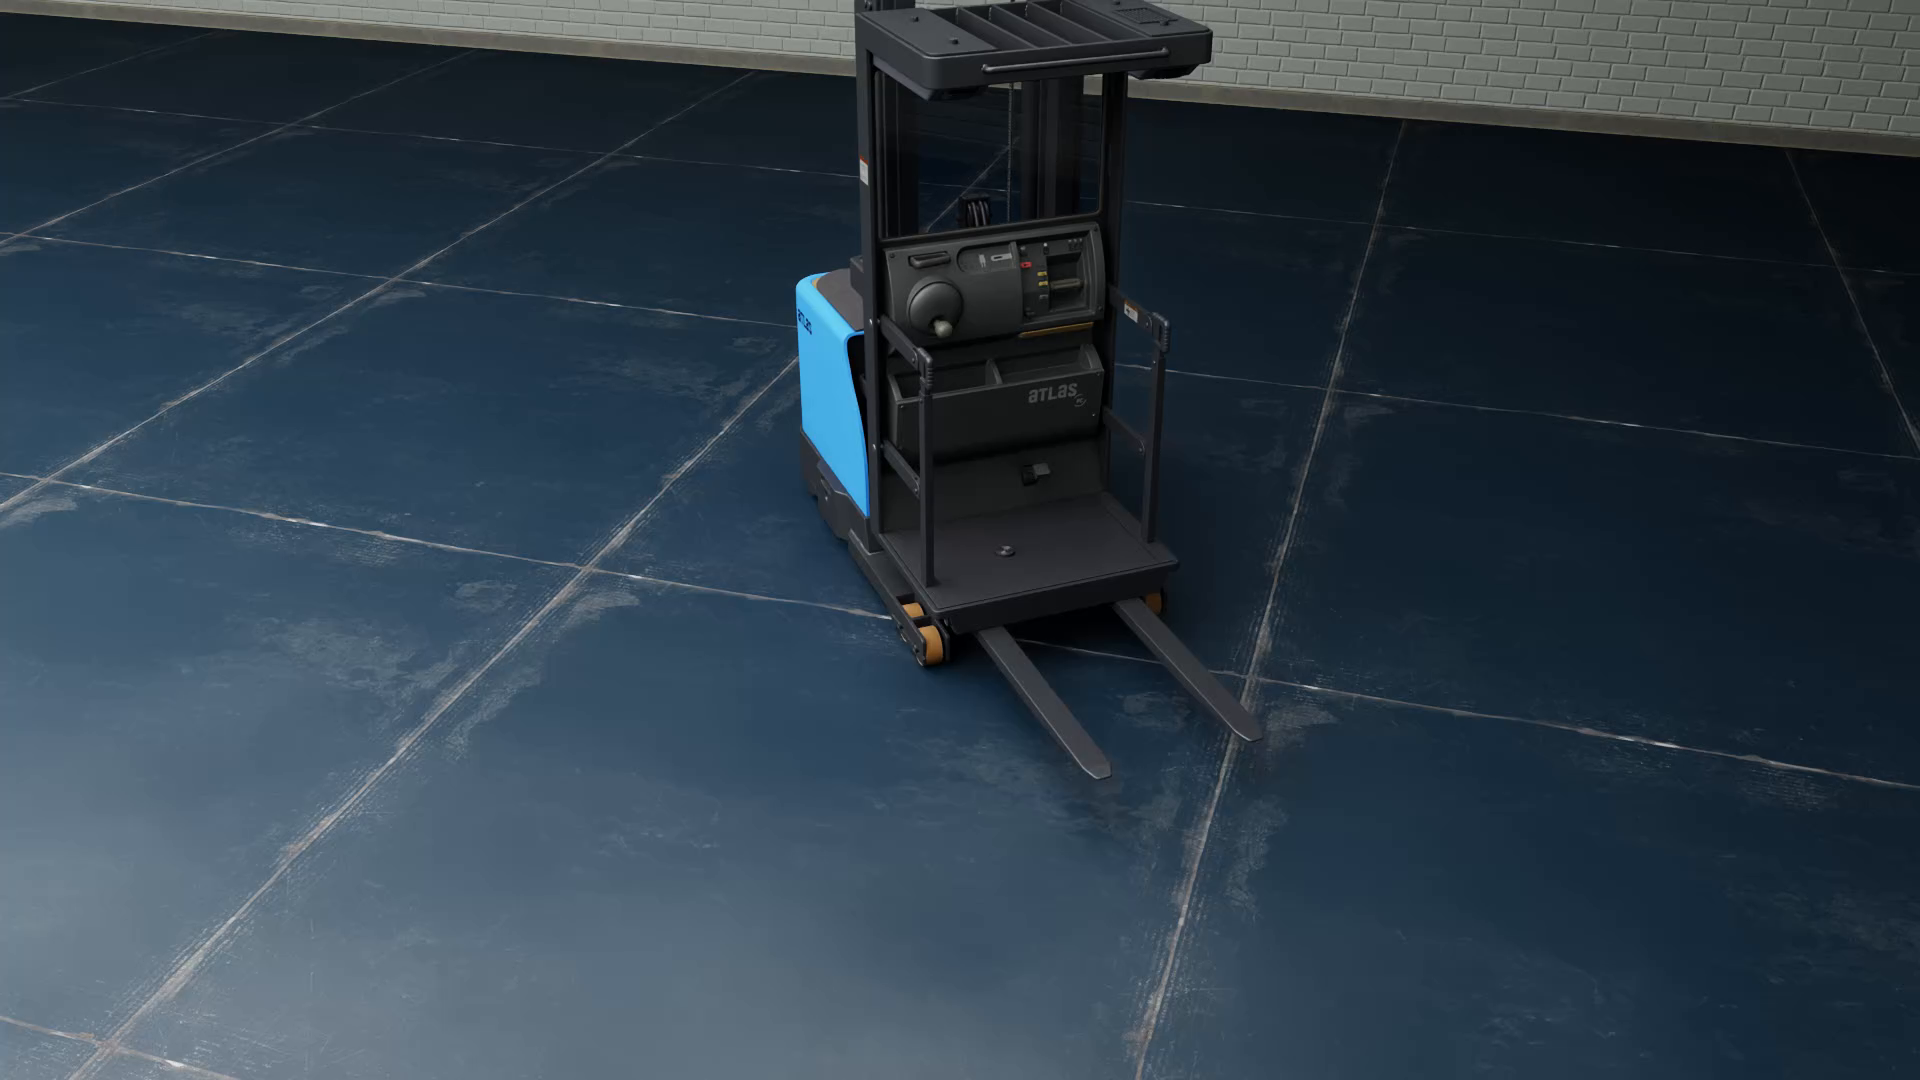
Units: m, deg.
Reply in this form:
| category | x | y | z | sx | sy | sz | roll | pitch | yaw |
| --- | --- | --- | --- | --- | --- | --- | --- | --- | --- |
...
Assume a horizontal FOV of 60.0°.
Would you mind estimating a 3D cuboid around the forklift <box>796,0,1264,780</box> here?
| category | x | y | z | sx | sy | sz | roll | pitch | yaw |
| --- | --- | --- | --- | --- | --- | --- | --- | --- | --- |
| forklift | 0.232 | -0.996 | 6.525 | 1.130 | 2.935 | 3.031 | -11 | 31 | -19 |
